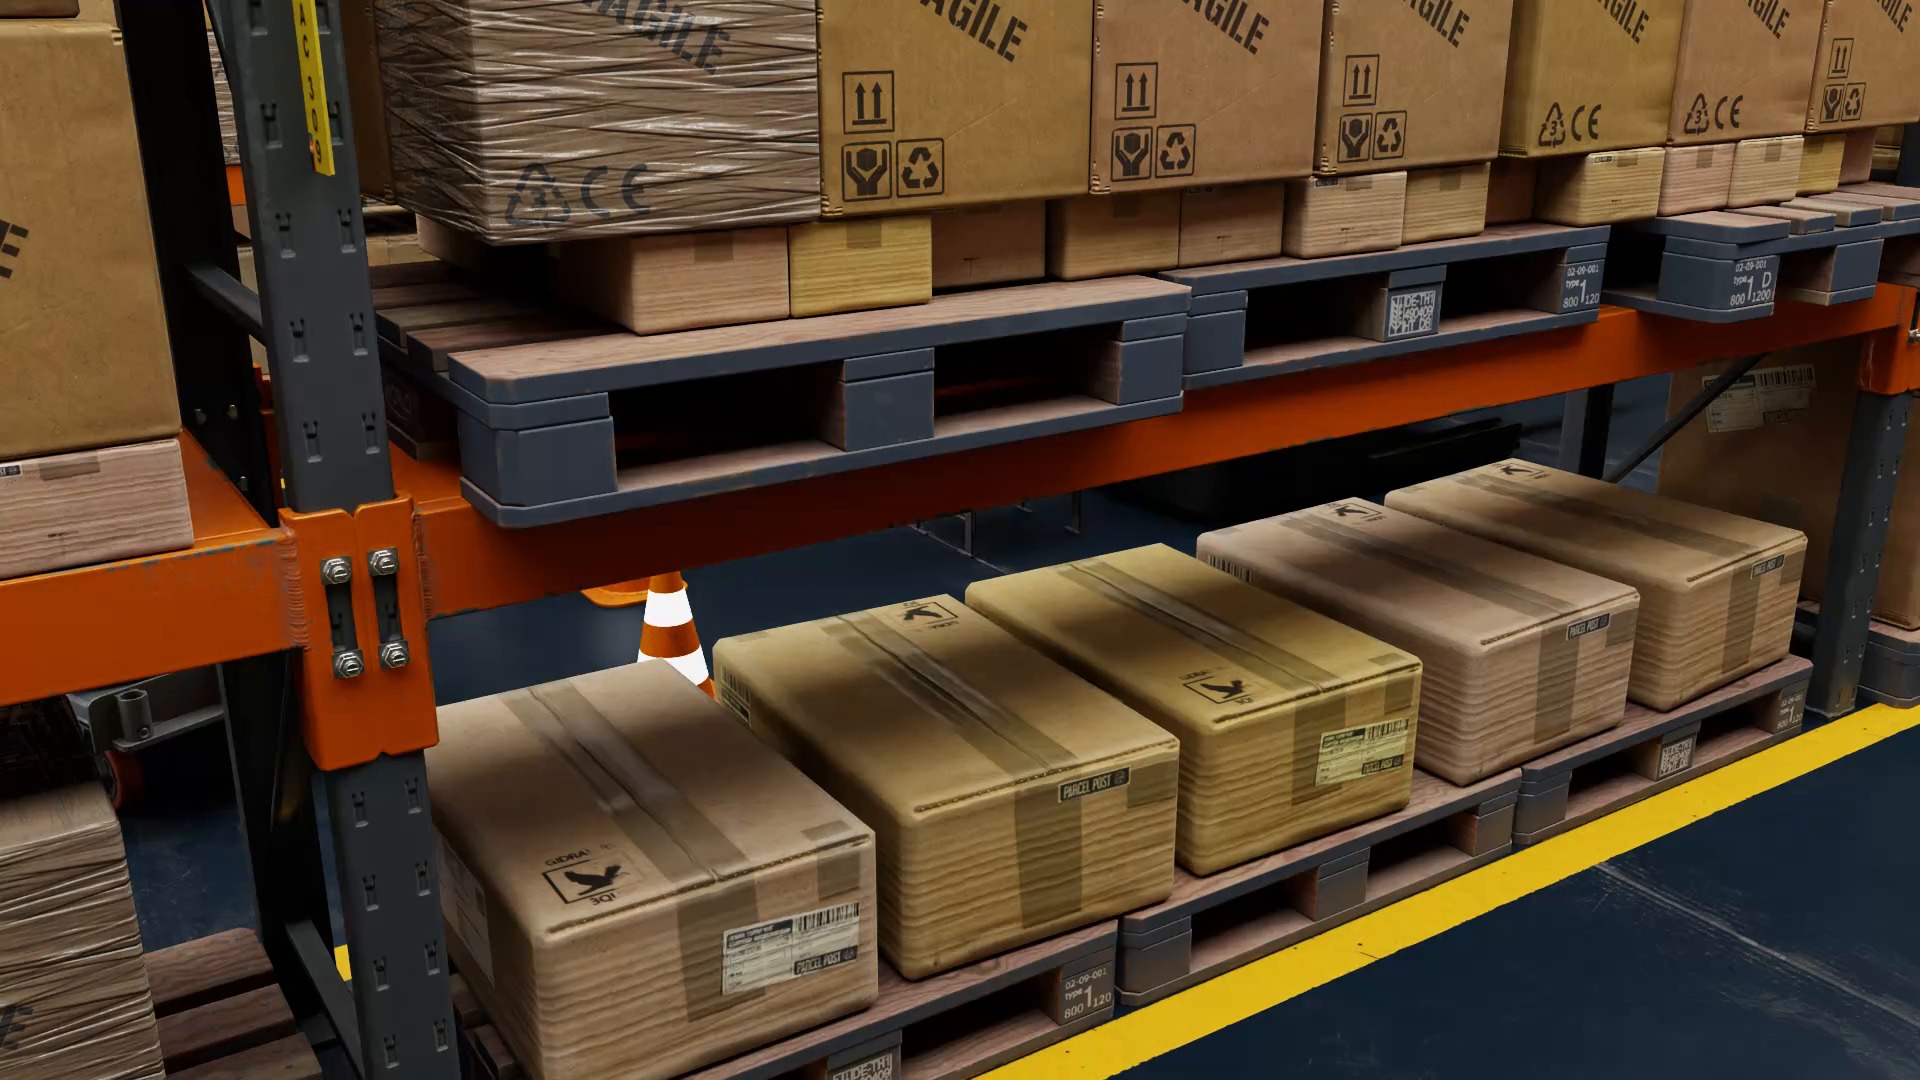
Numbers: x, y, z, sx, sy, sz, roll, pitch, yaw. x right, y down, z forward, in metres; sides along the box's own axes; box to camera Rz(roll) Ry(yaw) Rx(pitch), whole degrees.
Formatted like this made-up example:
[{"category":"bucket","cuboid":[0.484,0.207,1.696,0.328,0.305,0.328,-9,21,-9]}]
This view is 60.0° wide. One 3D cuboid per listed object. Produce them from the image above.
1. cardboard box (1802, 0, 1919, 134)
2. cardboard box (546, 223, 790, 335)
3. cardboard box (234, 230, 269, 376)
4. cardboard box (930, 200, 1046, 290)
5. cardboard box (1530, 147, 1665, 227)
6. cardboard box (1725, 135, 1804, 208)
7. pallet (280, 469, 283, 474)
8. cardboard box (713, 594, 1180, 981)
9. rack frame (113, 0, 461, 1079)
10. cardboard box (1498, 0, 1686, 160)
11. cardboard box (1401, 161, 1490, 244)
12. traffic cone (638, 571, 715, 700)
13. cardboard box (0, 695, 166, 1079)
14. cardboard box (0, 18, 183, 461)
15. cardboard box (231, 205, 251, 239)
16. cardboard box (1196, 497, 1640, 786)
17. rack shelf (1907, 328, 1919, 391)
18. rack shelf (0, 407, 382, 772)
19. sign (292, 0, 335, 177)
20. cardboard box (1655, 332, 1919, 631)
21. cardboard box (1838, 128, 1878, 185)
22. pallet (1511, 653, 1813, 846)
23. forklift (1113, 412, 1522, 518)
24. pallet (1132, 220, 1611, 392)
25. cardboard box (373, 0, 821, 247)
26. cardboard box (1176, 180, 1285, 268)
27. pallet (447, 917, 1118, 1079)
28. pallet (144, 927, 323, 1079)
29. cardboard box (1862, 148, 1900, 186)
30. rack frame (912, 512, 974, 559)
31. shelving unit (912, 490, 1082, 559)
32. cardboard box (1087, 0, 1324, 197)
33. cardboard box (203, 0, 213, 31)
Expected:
[{"category":"cardboard box","cuboid":[2.017,-1.282,4.076,0.500,0.500,0.500,-13,22,-33]},{"category":"cardboard box","cuboid":[-0.462,-0.437,2.591,0.250,0.149,0.380,-12,22,-31]},{"category":"cardboard box","cuboid":[-3.435,-0.917,7.131,0.750,0.750,1.050,-12,22,-32]},{"category":"cardboard box","cuboid":[-0.054,-0.549,2.922,0.250,0.149,0.380,-10,21,-28]},{"category":"cardboard box","cuboid":[1.293,-0.791,3.637,0.250,0.149,0.380,-11,22,-30]},{"category":"cardboard box","cuboid":[1.730,-0.885,3.916,0.250,0.149,0.380,-12,22,-32]},{"category":"pallet","cuboid":[-3.301,-0.486,7.352,1.213,0.211,1.003,-12,22,-31]},{"category":"cardboard box","cuboid":[-0.062,0.481,3.586,0.625,0.372,0.950,-10,21,-28]},{"category":"rack frame","cuboid":[-1.097,-0.344,2.580,0.127,3.000,1.000,-12,22,-31]},{"category":"cardboard box","cuboid":[1.170,-1.099,3.534,0.500,0.500,0.500,-14,23,-35]},{"category":"cardboard box","cuboid":[0.849,-0.714,3.410,0.250,0.149,0.380,-13,22,-33]},{"category":"traffic cone","cuboid":[-0.831,0.264,4.740,0.334,0.463,0.336,-12,22,-31]},{"category":"cardboard box","cuboid":[-1.443,0.580,2.312,0.500,0.500,0.500,-12,22,-32]},{"category":"cardboard box","cuboid":[-1.331,-0.388,2.088,0.500,0.500,0.500,-13,22,-33]},{"category":"cardboard box","cuboid":[-5.147,-2.299,11.579,0.500,0.500,0.700,-14,23,-36]},{"category":"cardboard box","cuboid":[1.155,0.226,4.340,0.625,0.372,0.950,-12,22,-32]},{"category":"rack shelf","cuboid":[3.914,-1.060,5.821,4.000,0.370,1.077,-12,22,-31]},{"category":"rack shelf","cuboid":[-2.767,0.349,1.653,4.000,0.370,1.077,-12,22,-31]},{"category":"sign","cuboid":[-0.792,-0.611,2.016,0.005,0.325,0.100,-12,22,-31]},{"category":"cardboard box","cuboid":[2.866,-0.341,5.231,0.875,0.875,0.875,-12,22,-32]},{"category":"cardboard box","cuboid":[2.099,-1.008,4.280,0.250,0.149,0.380,-11,22,-29]},{"category":"pallet","cuboid":[1.590,0.409,4.705,1.213,0.211,1.003,-12,22,-31]},{"category":"forklift","cuboid":[1.845,-1.829,7.077,3.031,2.935,1.130,-13,23,-34]},{"category":"pallet","cuboid":[0.613,-0.598,3.631,1.213,0.211,1.003,-12,22,-31]},{"category":"cardboard box","cuboid":[-0.548,-0.738,2.466,0.500,0.500,0.500,-11,22,-30]},{"category":"cardboard box","cuboid":[0.392,-0.626,3.151,0.250,0.149,0.380,-12,22,-31]},{"category":"pallet","cuboid":[-0.447,0.839,3.433,1.213,0.211,1.003,-12,22,-31]},{"category":"pallet","cuboid":[-1.638,1.104,2.649,1.213,0.211,1.003,-12,22,-31]},{"category":"cardboard box","cuboid":[2.791,-0.997,4.744,0.500,0.250,0.500,-12,22,-32]},{"category":"rack frame","cuboid":[-0.066,-0.981,5.868,0.015,2.100,0.400,-12,22,-31]},{"category":"shelving unit","cuboid":[0.138,-1.024,5.995,0.503,2.100,0.431,-12,22,-31]},{"category":"cardboard box","cuboid":[0.291,-0.909,2.975,0.500,0.500,0.500,-12,22,-32]},{"category":"cardboard box","cuboid":[-3.064,-2.352,6.801,0.500,0.500,0.700,-12,22,-32]}]
